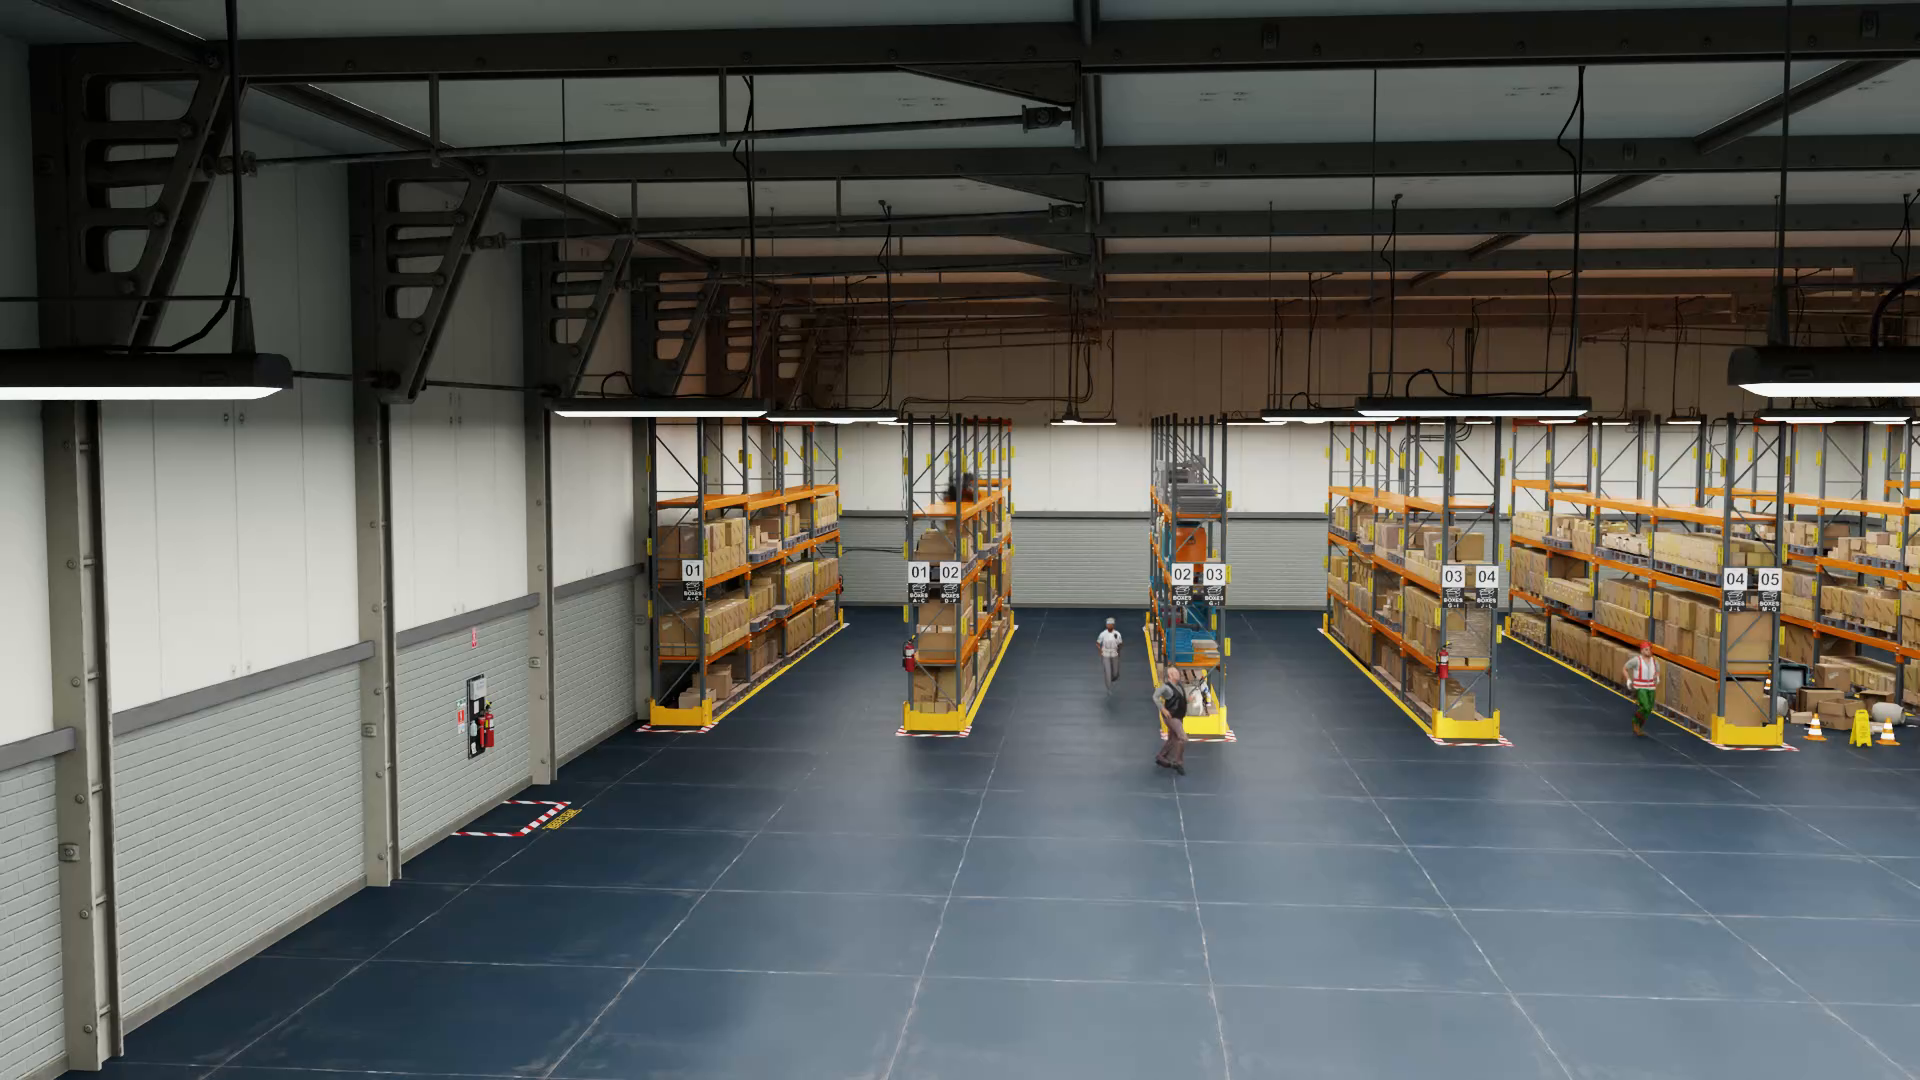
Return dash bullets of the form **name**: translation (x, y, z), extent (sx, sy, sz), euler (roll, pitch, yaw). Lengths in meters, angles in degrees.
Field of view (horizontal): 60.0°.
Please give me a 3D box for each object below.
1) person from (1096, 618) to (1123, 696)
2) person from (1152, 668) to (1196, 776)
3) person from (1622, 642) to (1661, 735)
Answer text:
- **person**: translation (3.215, 2.492, 35.728), extent (0.579, 1.649, 0.678), euler (0, 4, -1)
- **person**: translation (3.557, 3.002, 27.608), extent (0.734, 1.774, 0.637), euler (2, 5, 33)
- **person**: translation (12.700, 2.762, 30.797), extent (0.644, 1.737, 0.610), euler (-1, 4, -10)
